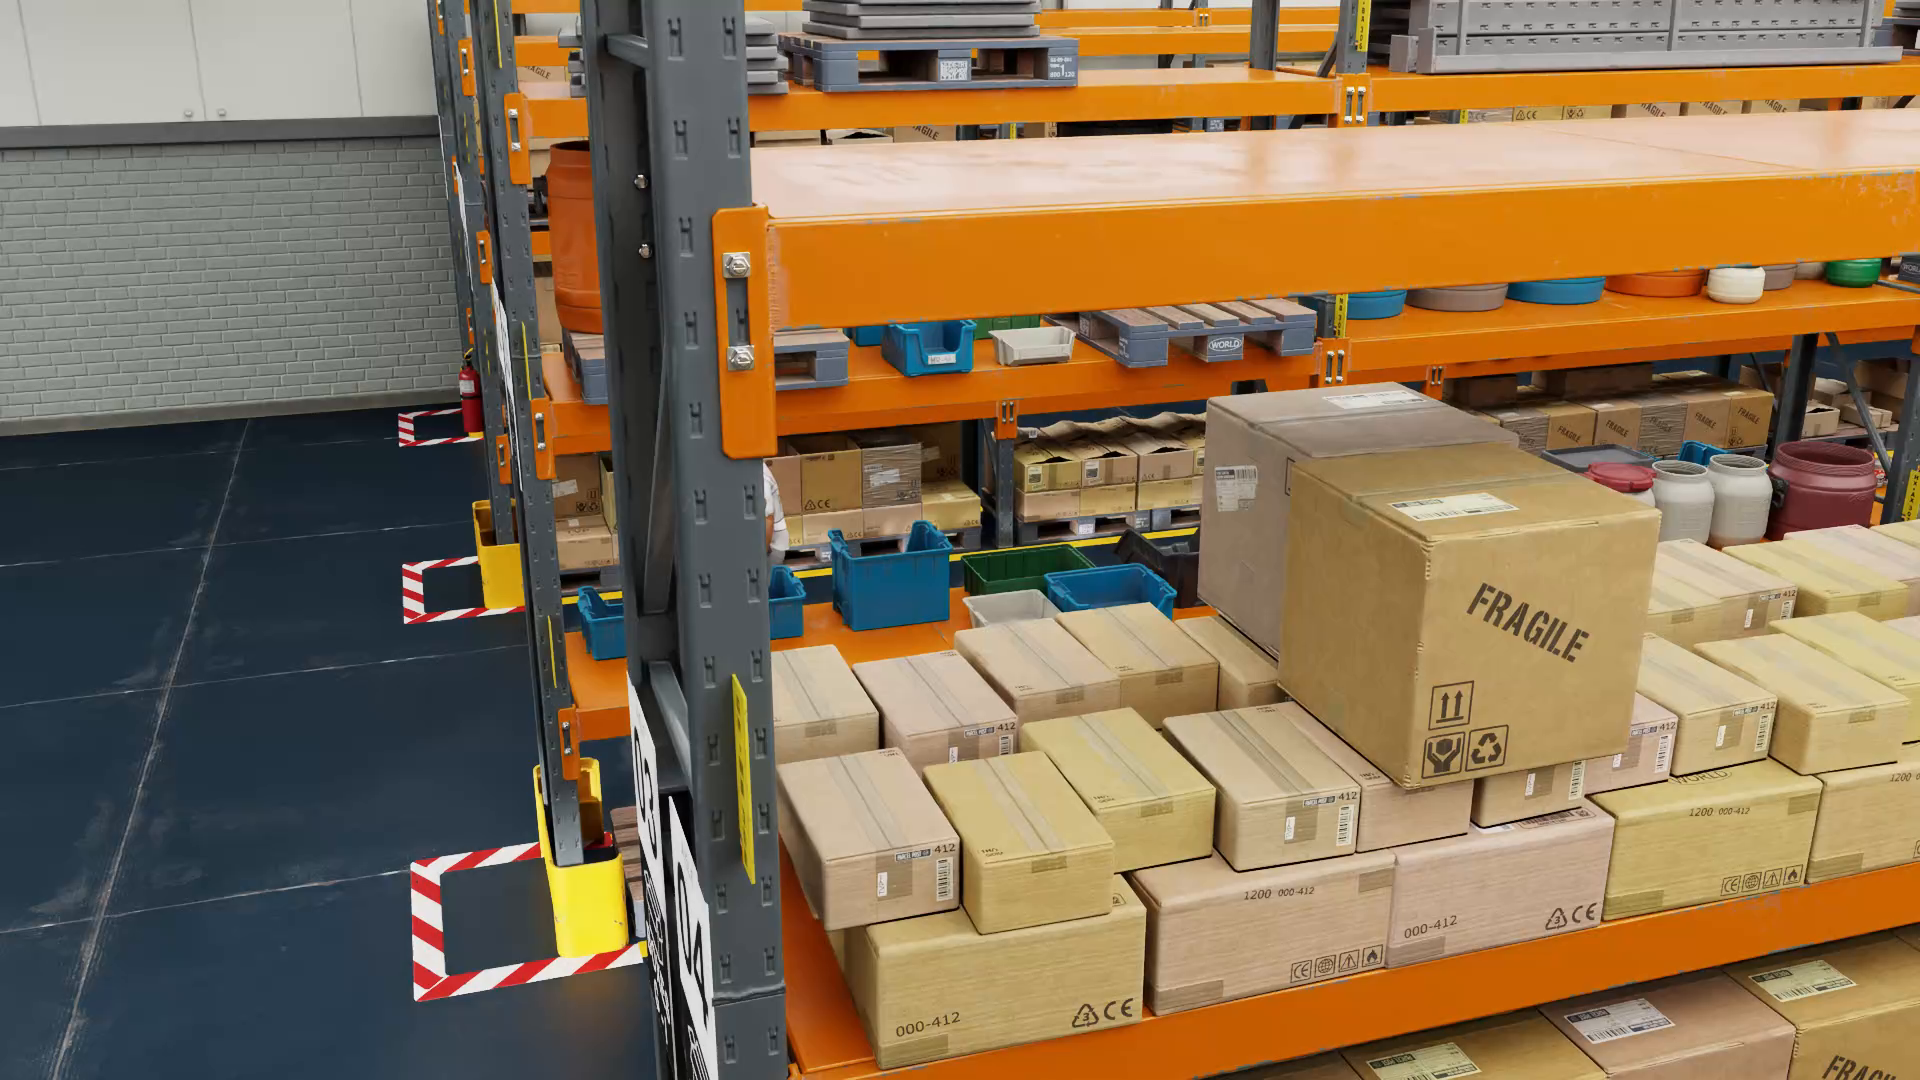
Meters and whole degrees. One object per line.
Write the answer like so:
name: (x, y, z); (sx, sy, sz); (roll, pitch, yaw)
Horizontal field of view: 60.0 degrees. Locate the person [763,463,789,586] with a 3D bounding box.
person: (-1.426, 0.055, 11.400); (0.468, 1.667, 0.557); (-7, 21, -20)
